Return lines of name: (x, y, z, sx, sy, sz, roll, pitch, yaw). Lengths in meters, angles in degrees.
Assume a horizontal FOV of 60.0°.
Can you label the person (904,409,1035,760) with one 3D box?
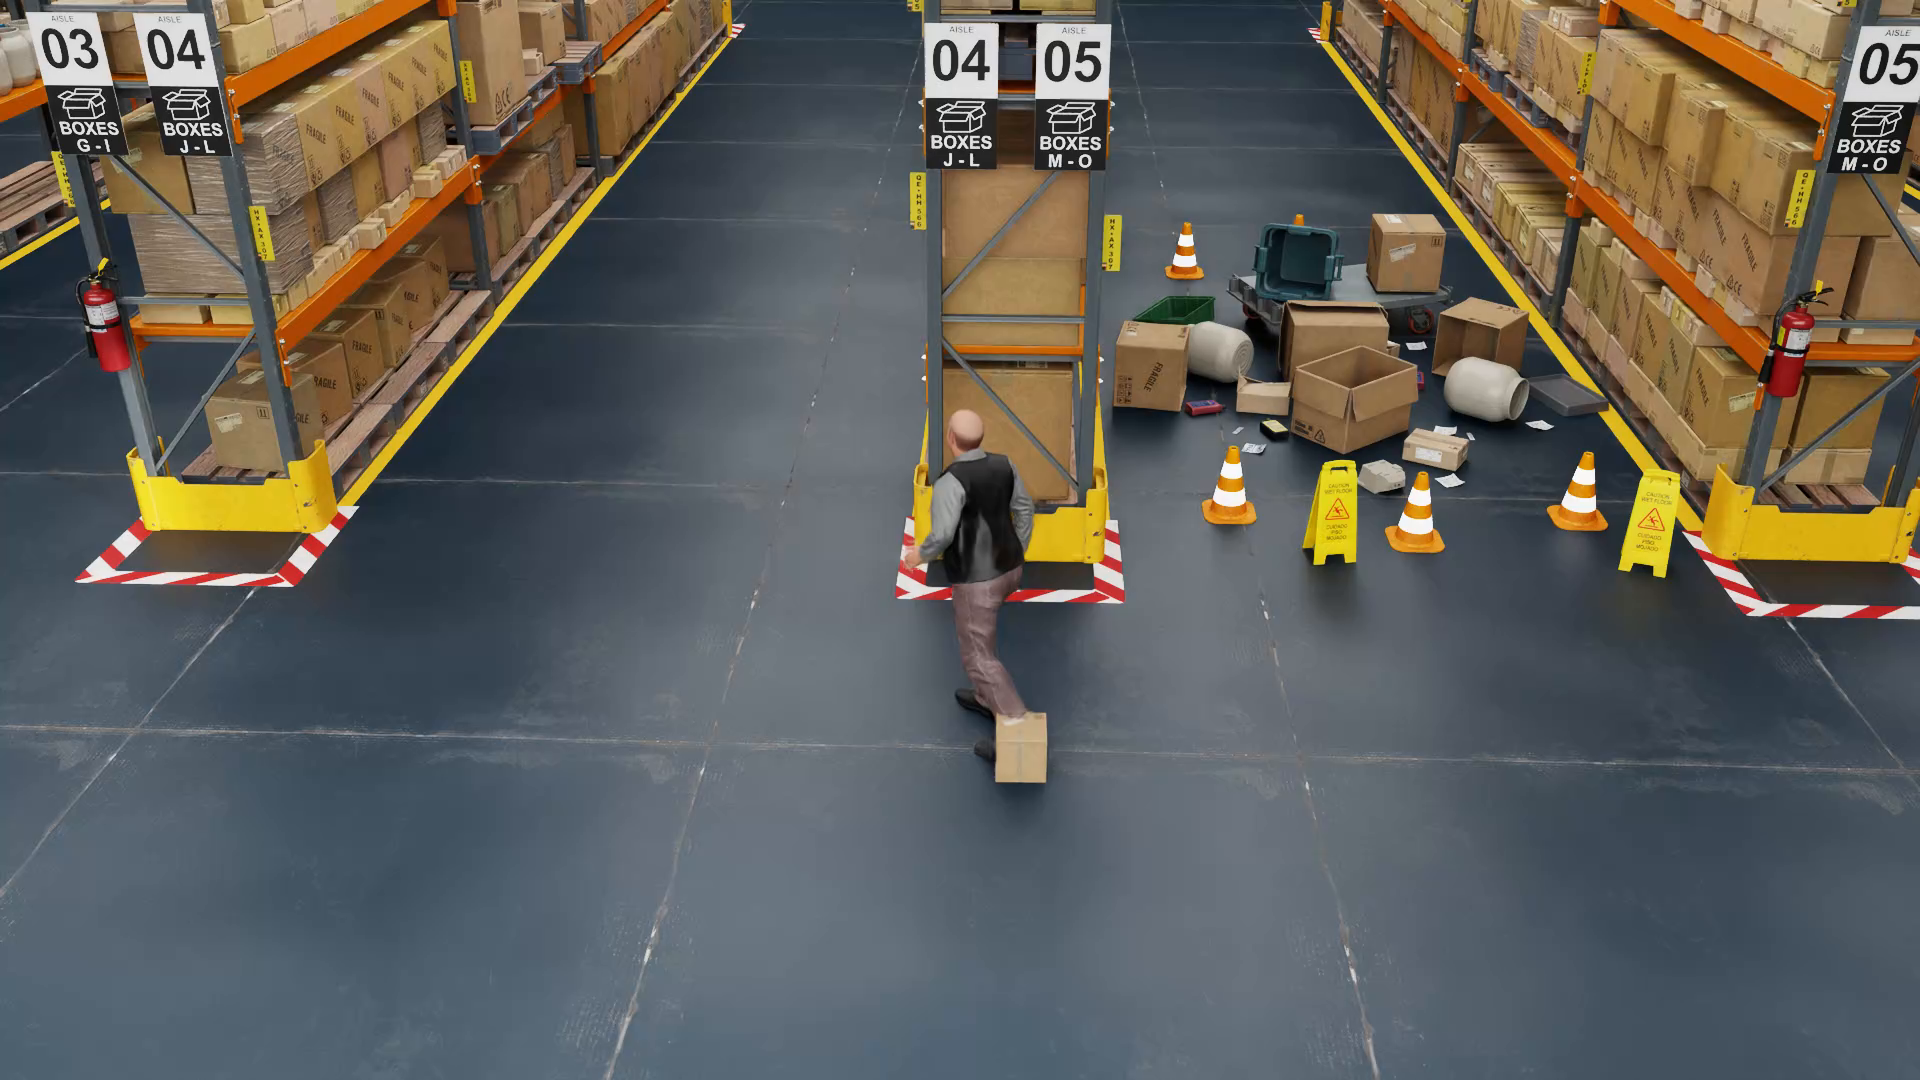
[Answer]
person: (0.113, 0.203, 8.315, 0.804, 1.671, 0.694, 18, 33, 30)
